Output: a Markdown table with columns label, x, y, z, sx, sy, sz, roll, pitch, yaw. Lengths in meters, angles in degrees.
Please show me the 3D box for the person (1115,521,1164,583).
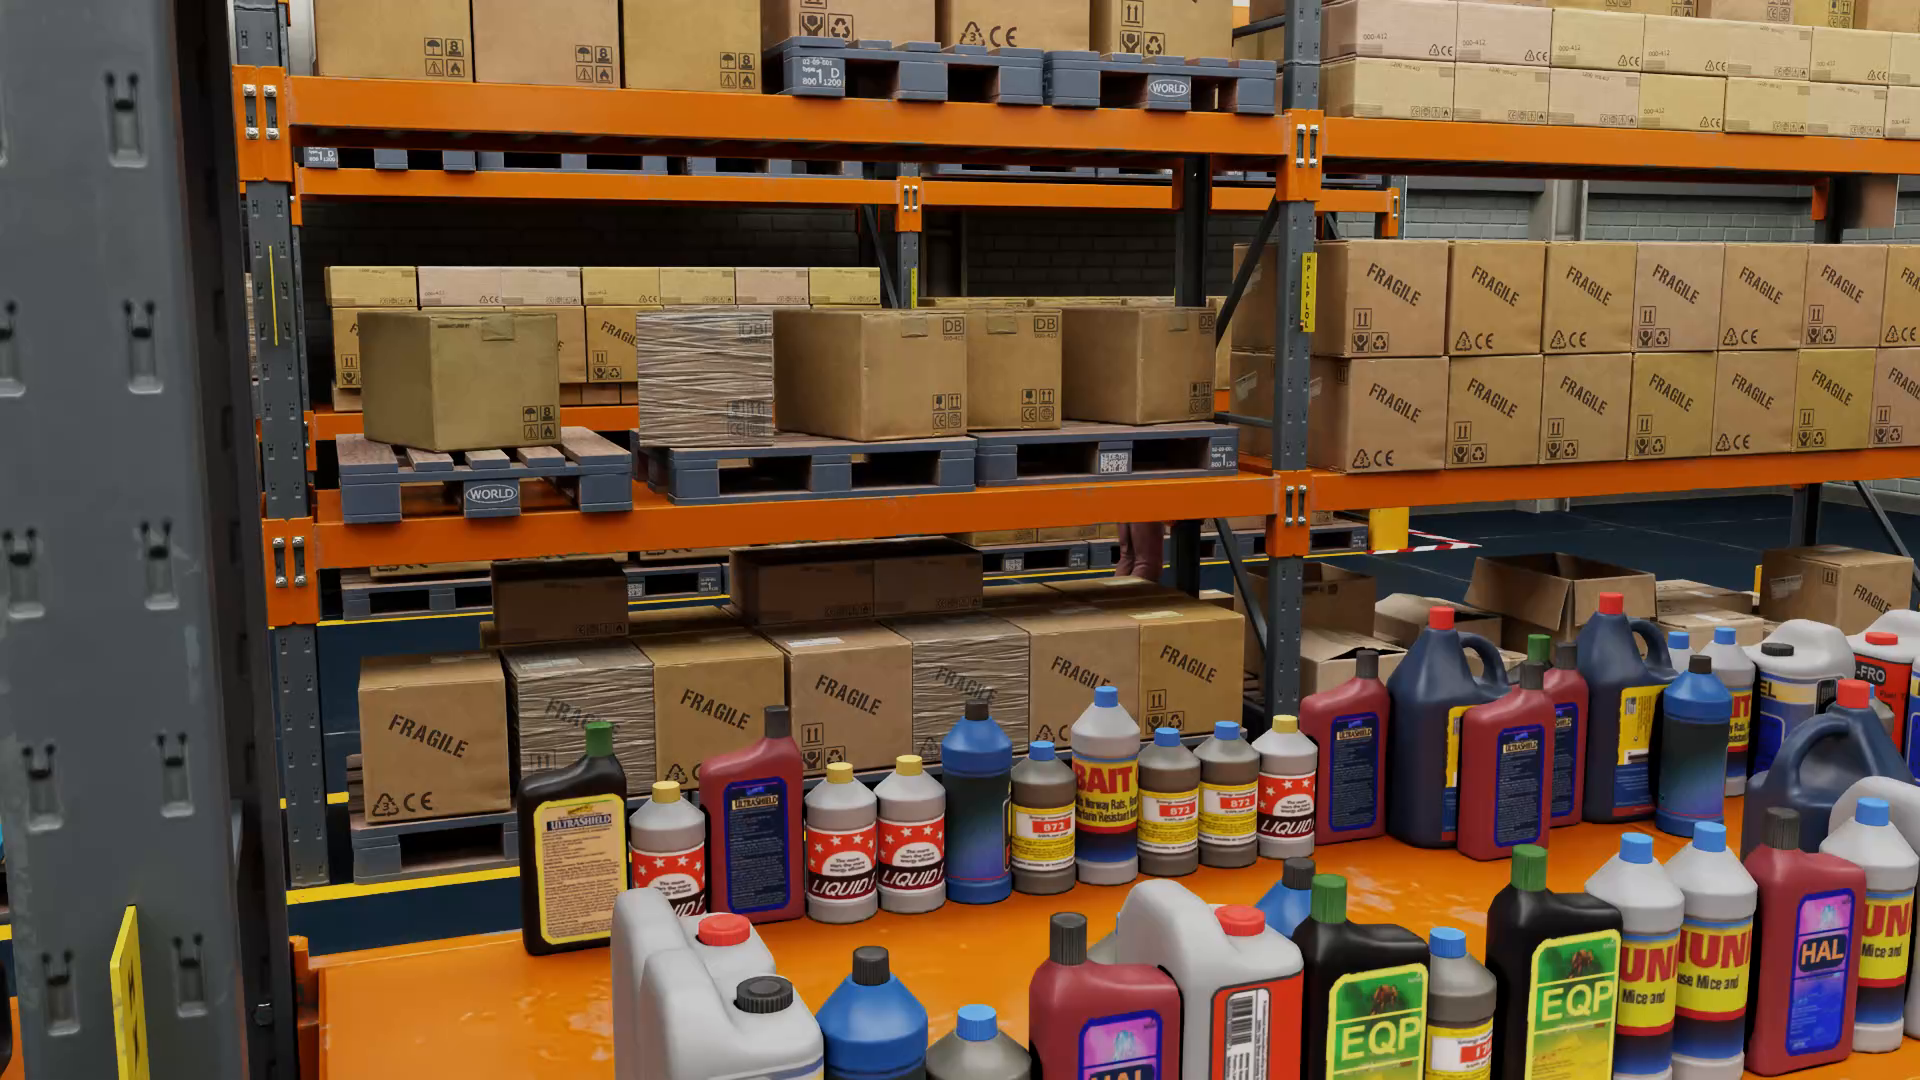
| label | x | y | z | sx | sy | sz | roll | pitch | yaw |
| --- | --- | --- | --- | --- | --- | --- | --- | --- | --- |
| person | 1.040 | -0.224 | 9.810 | 0.361 | 1.671 | 0.441 | -3 | 10 | -19 |
